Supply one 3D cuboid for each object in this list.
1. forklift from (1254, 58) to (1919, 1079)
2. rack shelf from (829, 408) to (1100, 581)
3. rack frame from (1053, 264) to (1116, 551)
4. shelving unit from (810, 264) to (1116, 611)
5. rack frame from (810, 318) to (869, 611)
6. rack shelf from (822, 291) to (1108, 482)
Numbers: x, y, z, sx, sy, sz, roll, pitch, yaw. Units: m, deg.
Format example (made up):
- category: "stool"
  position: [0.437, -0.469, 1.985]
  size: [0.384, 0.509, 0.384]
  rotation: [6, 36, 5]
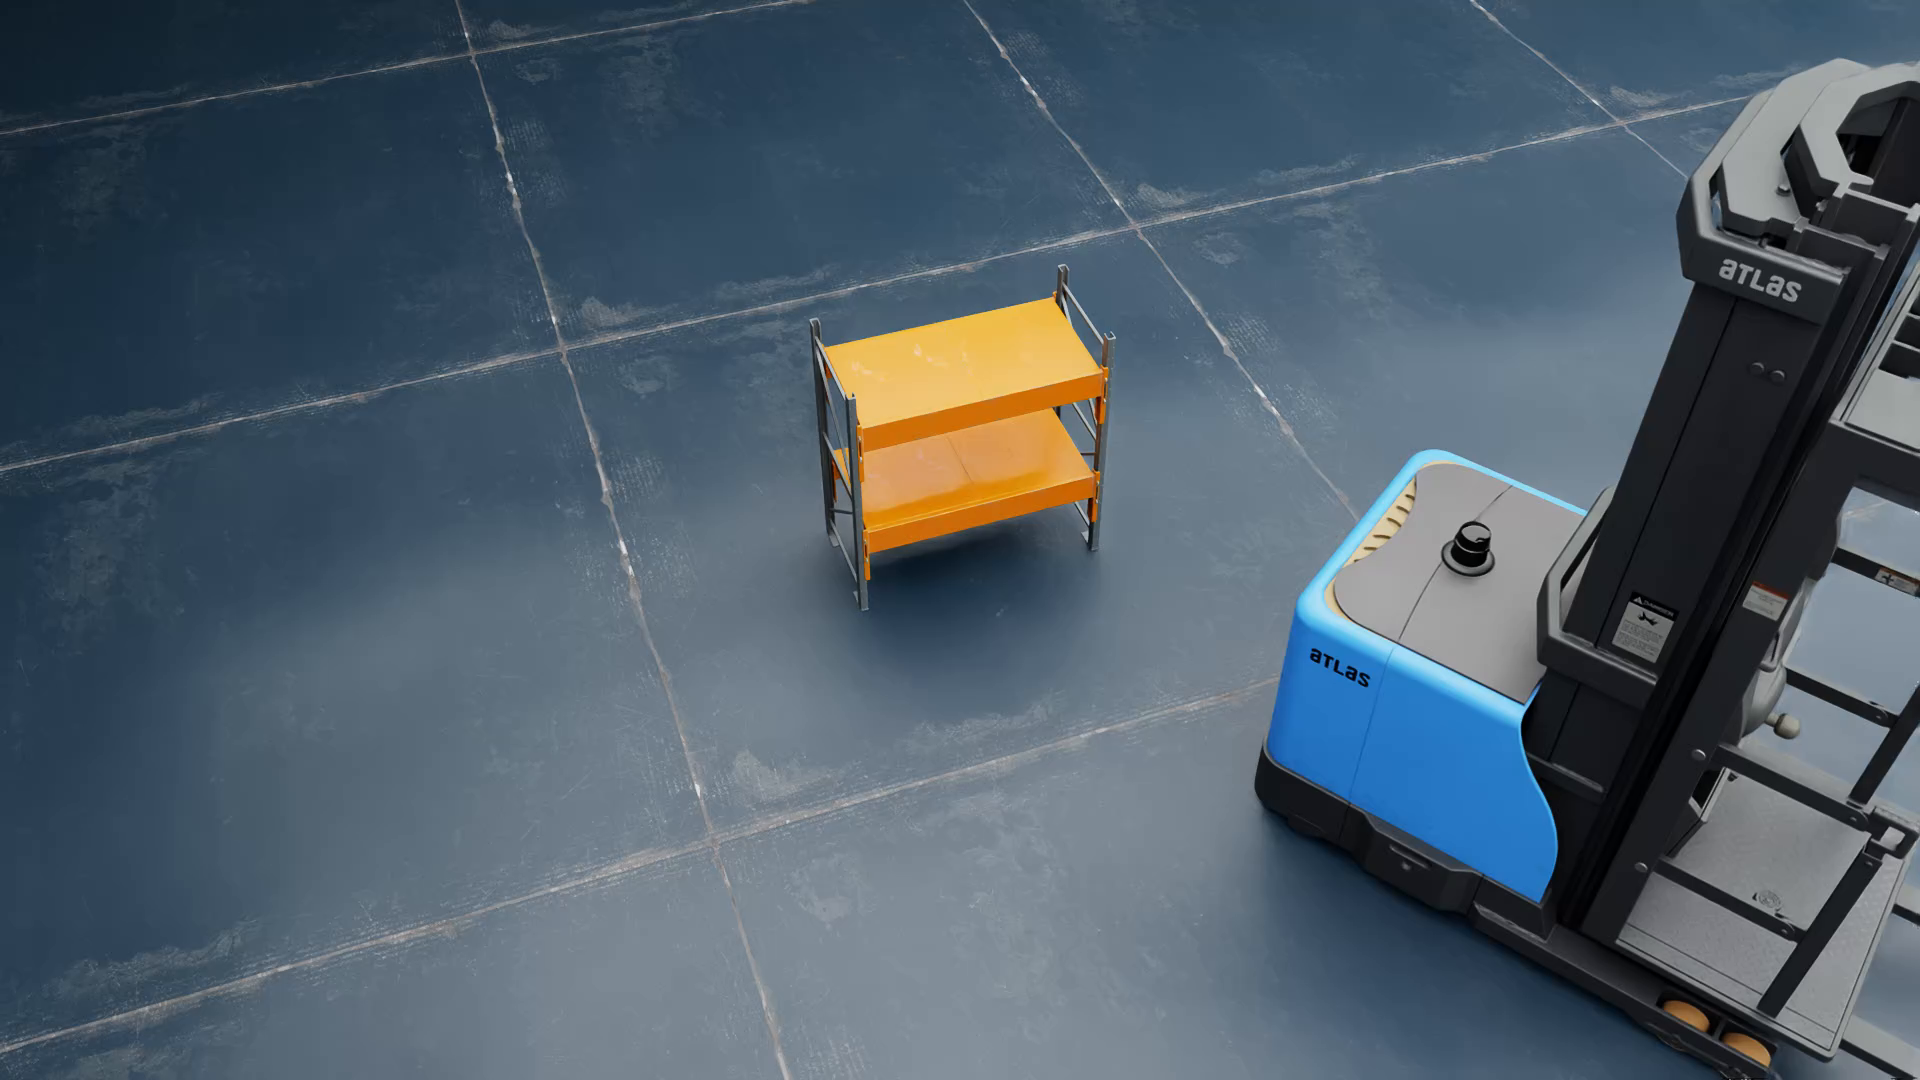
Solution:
- category: "forklift"
  position: [2.561, 0.271, 4.720]
  size: [3.031, 2.935, 1.130]
  rotation: [27, 51, 25]
- category: "rack shelf"
  position: [0.006, -0.226, 6.836]
  size: [1.000, 0.278, 0.538]
  rotation: [-14, 47, -14]
- category: "rack frame"
  position: [0.484, -0.521, 6.784]
  size: [0.032, 1.125, 0.500]
  rotation: [-14, 47, -14]
- category: "shelving unit"
  position: [0.006, -0.399, 6.662]
  size: [1.048, 1.125, 0.538]
  rotation: [-14, 47, -14]
- category: "rack frame"
  position: [-0.472, -0.276, 6.541]
  size: [0.032, 1.125, 0.500]
  rotation: [-14, 47, -14]
- category: "rack shelf"
  position: [0.006, -0.605, 6.455]
  size: [1.000, 0.278, 0.538]
  rotation: [-14, 47, -14]
